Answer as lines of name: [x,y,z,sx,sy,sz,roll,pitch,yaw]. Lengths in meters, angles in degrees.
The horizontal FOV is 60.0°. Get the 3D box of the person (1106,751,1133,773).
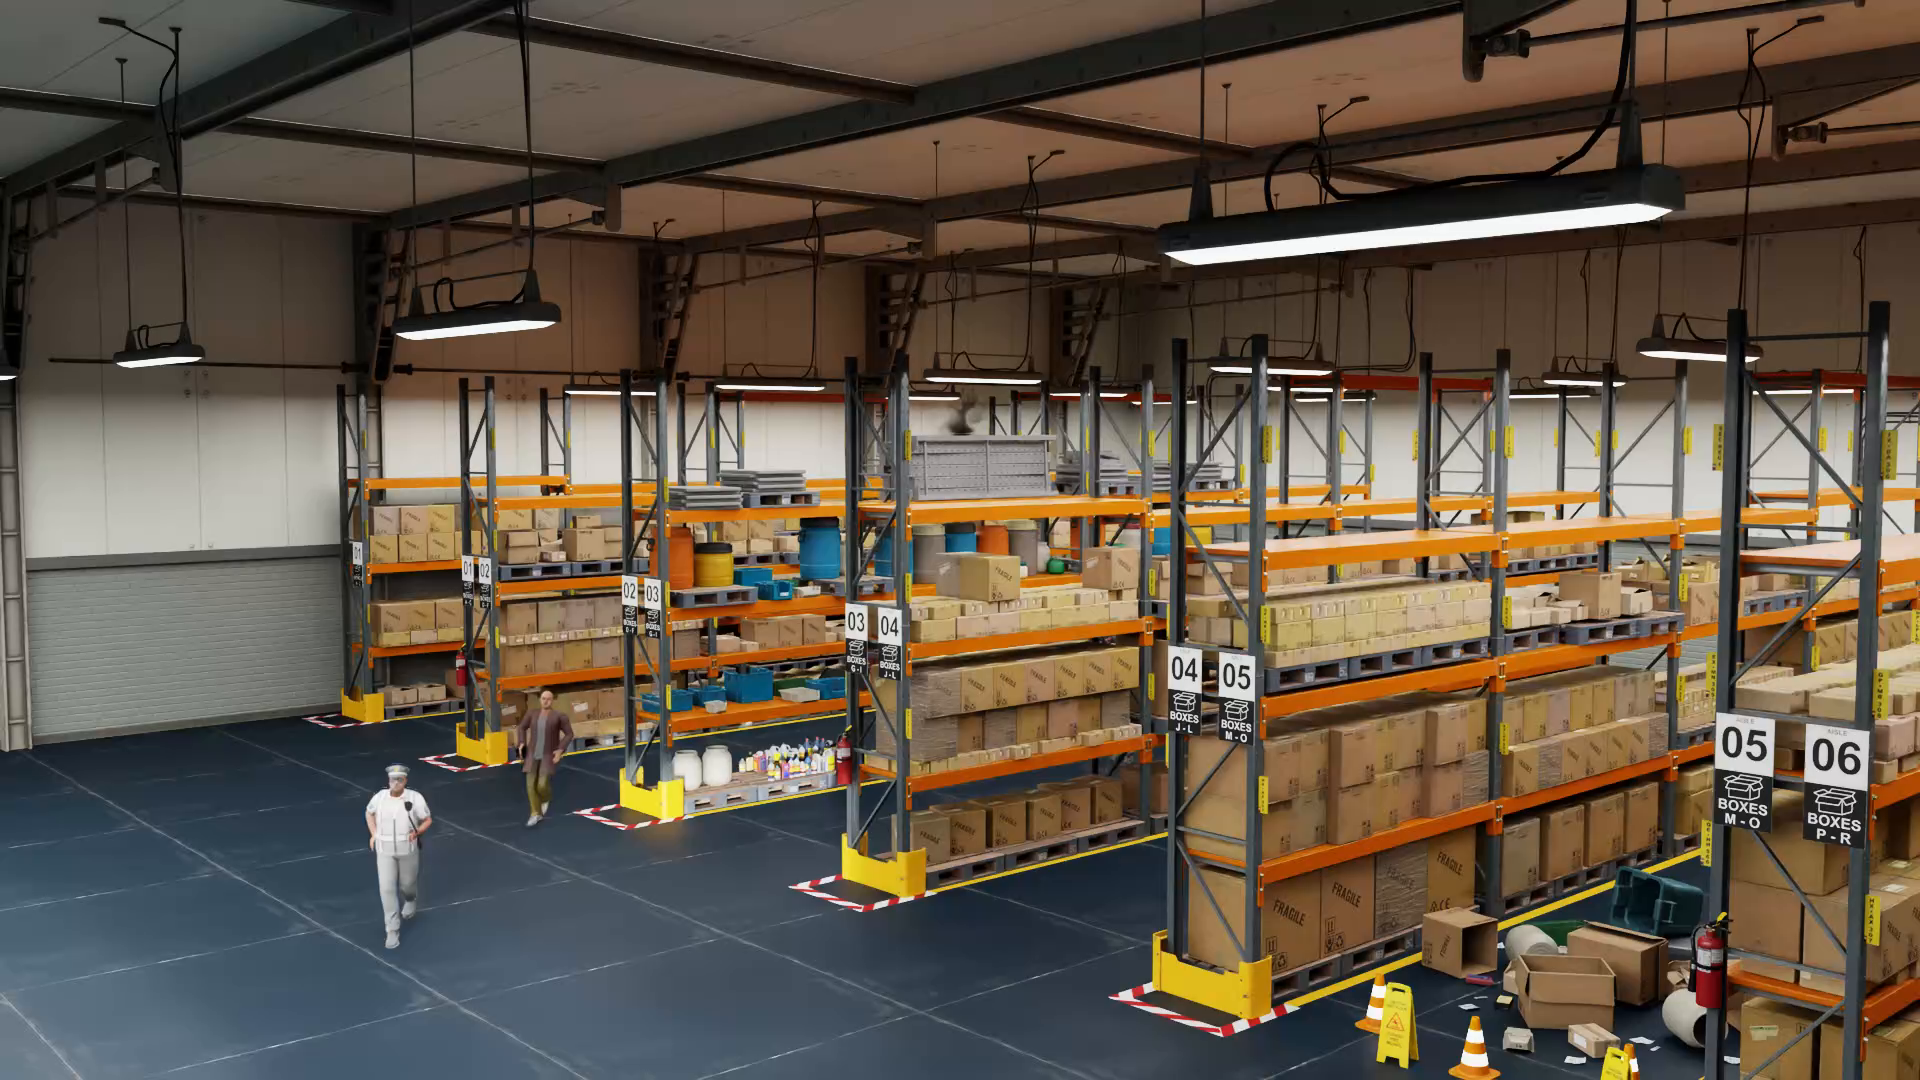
person: [2.386,2.631,25.130,0.632,1.801,0.721,3,5,40]

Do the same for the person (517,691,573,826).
person: [-5.511,2.868,21.976,0.750,1.747,0.578,0,4,7]

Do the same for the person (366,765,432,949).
person: [-5.739,3.170,16.996,0.664,1.791,0.951,-1,4,-13]
